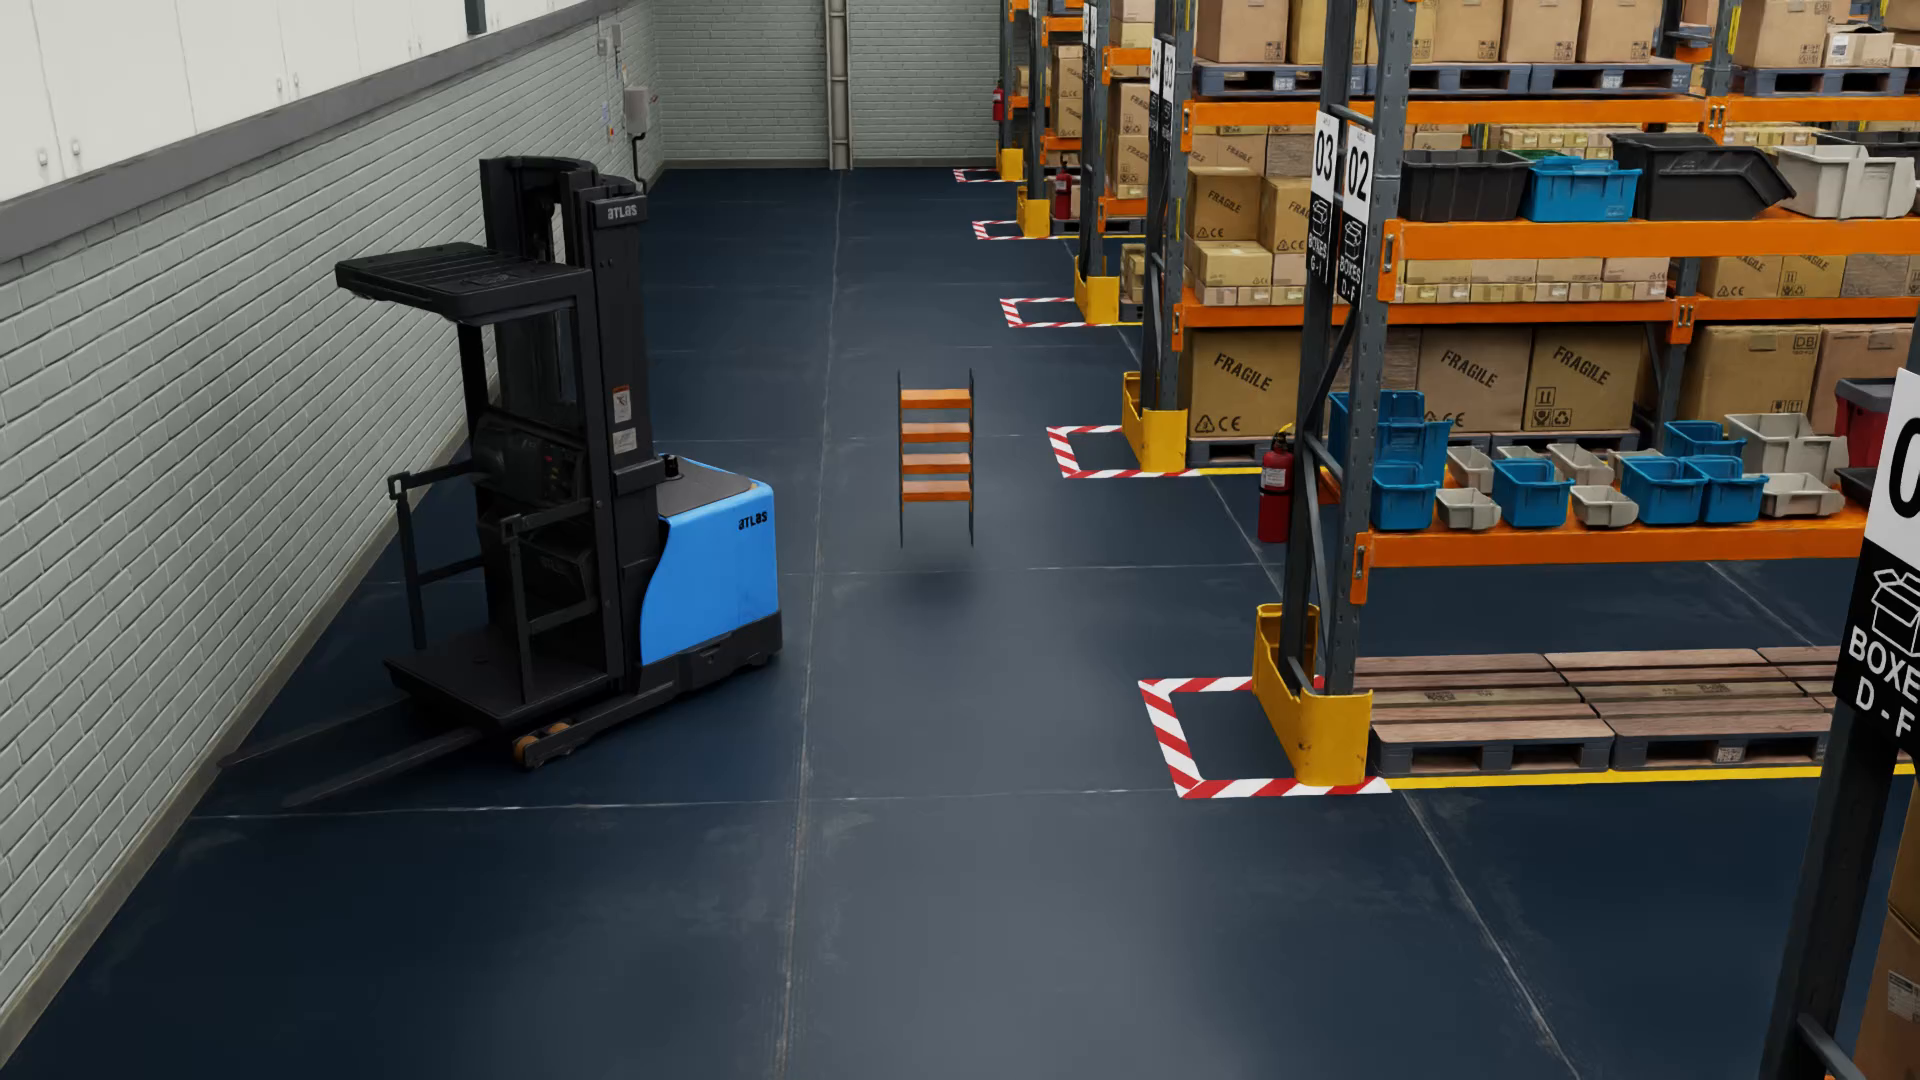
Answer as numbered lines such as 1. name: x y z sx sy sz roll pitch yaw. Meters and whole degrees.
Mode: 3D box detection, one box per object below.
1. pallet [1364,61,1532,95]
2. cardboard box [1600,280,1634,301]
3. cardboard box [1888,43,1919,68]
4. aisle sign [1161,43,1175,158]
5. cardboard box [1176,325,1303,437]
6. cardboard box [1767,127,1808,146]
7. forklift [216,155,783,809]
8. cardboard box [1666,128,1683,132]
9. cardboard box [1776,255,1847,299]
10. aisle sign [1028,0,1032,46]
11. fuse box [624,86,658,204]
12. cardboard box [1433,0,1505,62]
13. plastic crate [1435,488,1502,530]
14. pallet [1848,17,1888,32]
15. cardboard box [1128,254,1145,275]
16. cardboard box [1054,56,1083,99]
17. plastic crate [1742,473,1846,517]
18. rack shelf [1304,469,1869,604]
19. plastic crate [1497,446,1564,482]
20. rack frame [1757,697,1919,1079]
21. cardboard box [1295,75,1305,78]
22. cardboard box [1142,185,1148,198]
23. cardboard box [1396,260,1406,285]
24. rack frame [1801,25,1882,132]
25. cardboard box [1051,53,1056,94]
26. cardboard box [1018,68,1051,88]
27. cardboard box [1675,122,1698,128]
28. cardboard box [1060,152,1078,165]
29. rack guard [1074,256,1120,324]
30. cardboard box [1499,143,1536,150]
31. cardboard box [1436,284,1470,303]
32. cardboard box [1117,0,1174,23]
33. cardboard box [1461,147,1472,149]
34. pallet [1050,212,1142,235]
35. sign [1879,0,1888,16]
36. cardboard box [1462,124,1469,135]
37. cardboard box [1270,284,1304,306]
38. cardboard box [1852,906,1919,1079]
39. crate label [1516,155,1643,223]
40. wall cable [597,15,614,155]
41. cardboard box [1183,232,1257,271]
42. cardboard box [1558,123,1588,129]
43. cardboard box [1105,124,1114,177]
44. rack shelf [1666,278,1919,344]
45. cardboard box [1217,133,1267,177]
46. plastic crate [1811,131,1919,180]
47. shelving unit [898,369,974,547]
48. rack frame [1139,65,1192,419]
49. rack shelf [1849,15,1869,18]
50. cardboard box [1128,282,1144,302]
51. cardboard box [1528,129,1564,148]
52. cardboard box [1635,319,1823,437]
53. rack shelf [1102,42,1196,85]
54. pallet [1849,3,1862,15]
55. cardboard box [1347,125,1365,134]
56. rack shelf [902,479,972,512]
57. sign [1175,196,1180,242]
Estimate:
1. pallet: 3.550 -3.541 12.615 1.213 0.211 1.003 -1 21 -3
2. cardboard box: 5.039 -1.972 12.938 0.250 0.149 0.380 -1 21 -2
3. cardboard box: 7.078 -3.675 12.605 0.250 0.149 0.380 -2 21 -5
4. aisle sign: 1.534 -3.243 12.270 0.004 0.787 0.394 -1 21 -3
5. cardboard box: 2.224 -1.381 13.428 0.875 0.875 0.875 -1 21 -3
6. cardboard box: 8.680 -4.242 17.475 0.250 0.149 0.380 -1 21 -4
7. forklift: -2.391 -0.398 8.547 1.130 2.935 3.031 17 27 38
8. cardboard box: 7.380 -4.216 17.406 0.250 0.149 0.380 -1 21 -1
9. cardboard box: 6.558 -2.195 13.031 0.500 0.500 0.500 -1 21 -3
10. aisle sign: 0.934 -6.980 22.085 0.004 0.787 0.394 -1 21 -3
11. fuse box: -4.579 -5.681 24.137 0.414 1.711 0.539 -1 21 -3
12. cardboard box: 3.738 -3.902 12.568 0.500 0.500 0.700 0 21 -1
13. plastic crate: 2.462 -0.147 8.077 0.298 0.136 0.250 -1 21 -3
14. pallet: 10.034 -5.408 17.660 1.003 0.211 1.213 0 21 -1
15. cardboard box: 1.949 -2.932 17.687 0.250 0.149 0.380 -2 21 -6
16. cardboard box: 1.519 -6.079 21.826 0.500 0.500 0.500 -2 21 -4
17. plastic crate: 4.144 -0.221 8.271 0.466 0.136 0.293 -1 21 -3
18. rack shelf: 3.869 -0.081 8.629 4.000 0.370 1.077 -1 21 -3
19. plastic crate: 2.966 -0.363 8.645 0.243 0.136 0.396 -1 21 -3
20. rack frame: 2.151 1.383 3.773 0.127 3.000 1.000 -1 21 -3
21. cardboard box: 3.402 -4.687 17.751 0.500 0.500 0.500 -2 21 -5
22. cardboard box: 2.001 -3.693 17.458 0.250 0.149 0.380 0 21 -1
23. cardboard box: 3.104 -2.141 12.821 0.500 0.250 0.500 -2 21 -5
24. rack frame: 9.394 -4.063 18.076 0.127 3.000 1.000 -1 21 -3
25. cardboard box: 1.491 -6.265 22.315 0.500 0.500 0.500 0 21 -1
26. cardboard box: 1.205 -7.402 26.640 0.500 0.250 0.500 -1 21 -3
27. cardboard box: 7.874 -4.458 18.041 0.250 0.149 0.380 0 21 -1
28. cardboard box: 1.779 -6.257 27.257 0.250 0.149 0.380 -2 21 -5
29. rack guard: 1.483 -2.733 18.098 0.348 0.500 1.175 -1 21 -3
30. cardboard box: 5.820 -4.044 17.372 0.250 0.149 0.380 -1 21 -2
31. cardboard box: 3.760 -1.946 12.871 0.250 0.149 0.380 -1 21 -2
32. cardboard box: 1.870 -5.382 16.835 0.500 0.250 0.500 -1 21 -2
33. cardboard box: 6.533 -5.003 22.942 0.875 0.875 0.875 -1 21 -1
34. pallet: 1.817 -4.397 22.874 1.213 0.211 1.003 -1 21 -3
35. sign: 9.423 -5.513 16.944 0.005 0.325 0.100 -1 21 -3
36. cardboard box: 6.500 -5.599 22.321 0.500 0.250 0.500 -1 21 -3
37. cardboard box: 2.474 -1.920 12.801 0.250 0.149 0.380 -2 21 -4
38. cardboard box: 2.583 1.230 4.033 0.500 0.500 0.500 -1 21 -1
39. crate label: 2.811 -1.613 7.635 0.502 0.251 0.408 -1 21 -3
40. wall cable: -4.605 -6.023 21.753 0.123 1.953 0.585 -1 21 -3
41. cardboard box: 2.058 -2.309 13.263 0.500 0.250 0.500 -1 21 -4
42. cardboard box: 6.578 -4.431 17.972 0.250 0.149 0.380 -1 21 -3
43. cardboard box: 1.841 -4.186 17.843 0.500 0.500 0.500 -1 21 -2
44. rack shelf: 7.579 -1.922 13.464 4.000 0.370 1.077 -1 21 -3
45. cardboard box: 2.894 -4.022 17.411 0.500 0.500 0.500 -1 21 -2
46. plastic crate: 4.610 -1.871 8.287 0.590 0.269 0.497 -1 21 -3
47. shelving unit: -0.165 -0.557 11.399 0.503 1.200 0.258 -1 21 -3
48. rack frame: 1.589 -2.136 13.016 0.127 3.000 1.000 -1 21 -3
49. rack shelf: 11.007 -6.925 22.390 4.000 0.370 1.077 -1 21 -3
50. cardboard box: 1.948 -2.661 17.811 0.250 0.149 0.380 -1 21 -2
51. cardboard box: 6.098 -4.191 17.339 0.250 0.149 0.380 -1 21 -2
52. cardboard box: 6.220 -1.441 13.586 0.875 0.875 1.225 -1 21 -3
53. rack shelf: 3.404 -5.006 17.350 4.000 0.370 1.077 -1 21 -3
54. pallet: 11.346 -7.217 22.411 1.003 0.211 1.213 -1 21 -3
55. cardboard box: 3.919 -4.511 17.290 0.500 0.500 0.500 -1 21 -2
56. rack shelf: -0.165 -0.309 11.493 0.480 0.148 0.258 -1 21 -3
57. sign: 1.615 -2.380 12.330 0.005 0.325 0.100 -1 21 -3
